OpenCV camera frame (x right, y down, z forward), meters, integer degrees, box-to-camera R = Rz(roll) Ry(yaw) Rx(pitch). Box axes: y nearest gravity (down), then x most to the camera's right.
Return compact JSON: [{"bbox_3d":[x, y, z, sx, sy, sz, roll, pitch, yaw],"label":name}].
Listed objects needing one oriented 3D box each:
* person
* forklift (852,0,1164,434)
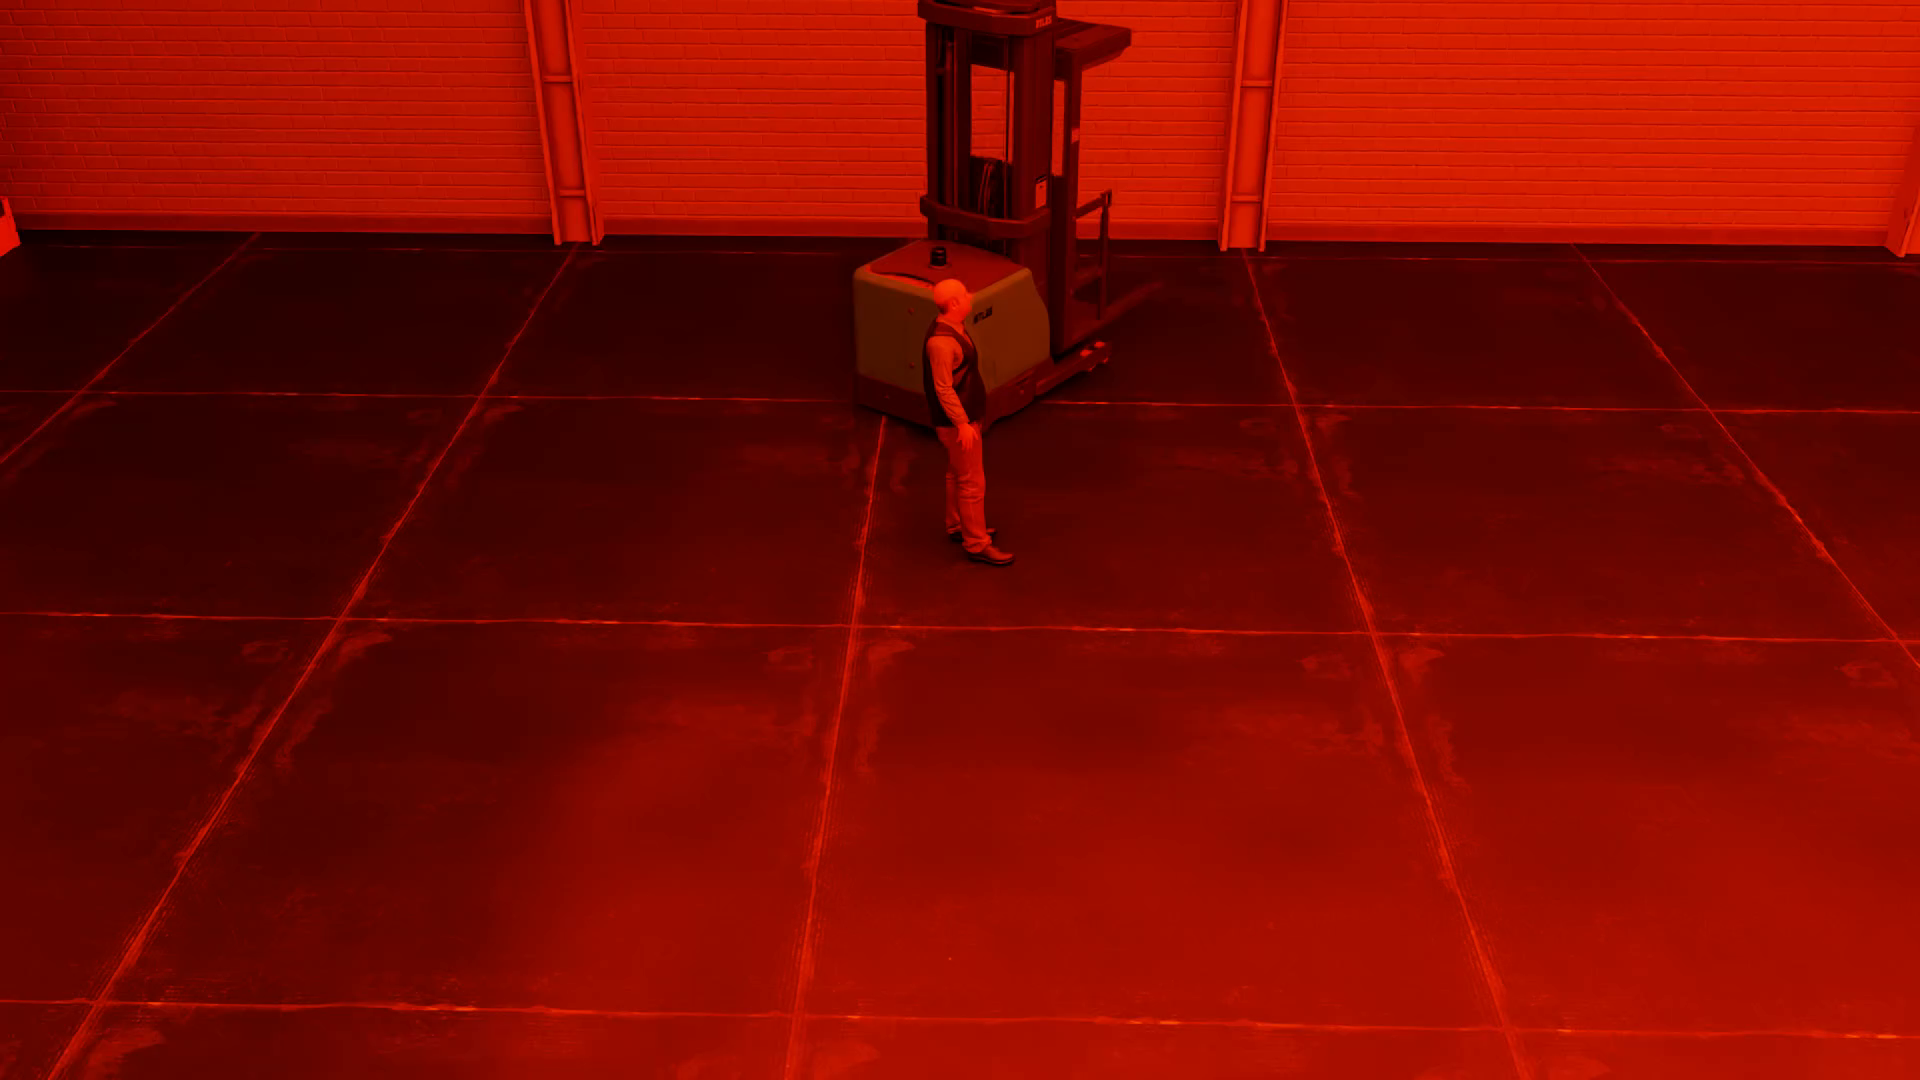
[{"bbox_3d":[0.062,-0.743,10.050,0.568,1.720,0.632,1,31,1],"label":"person"},{"bbox_3d":[0.512,-2.676,12.152,1.130,2.935,3.031,21,36,31],"label":"forklift"}]
